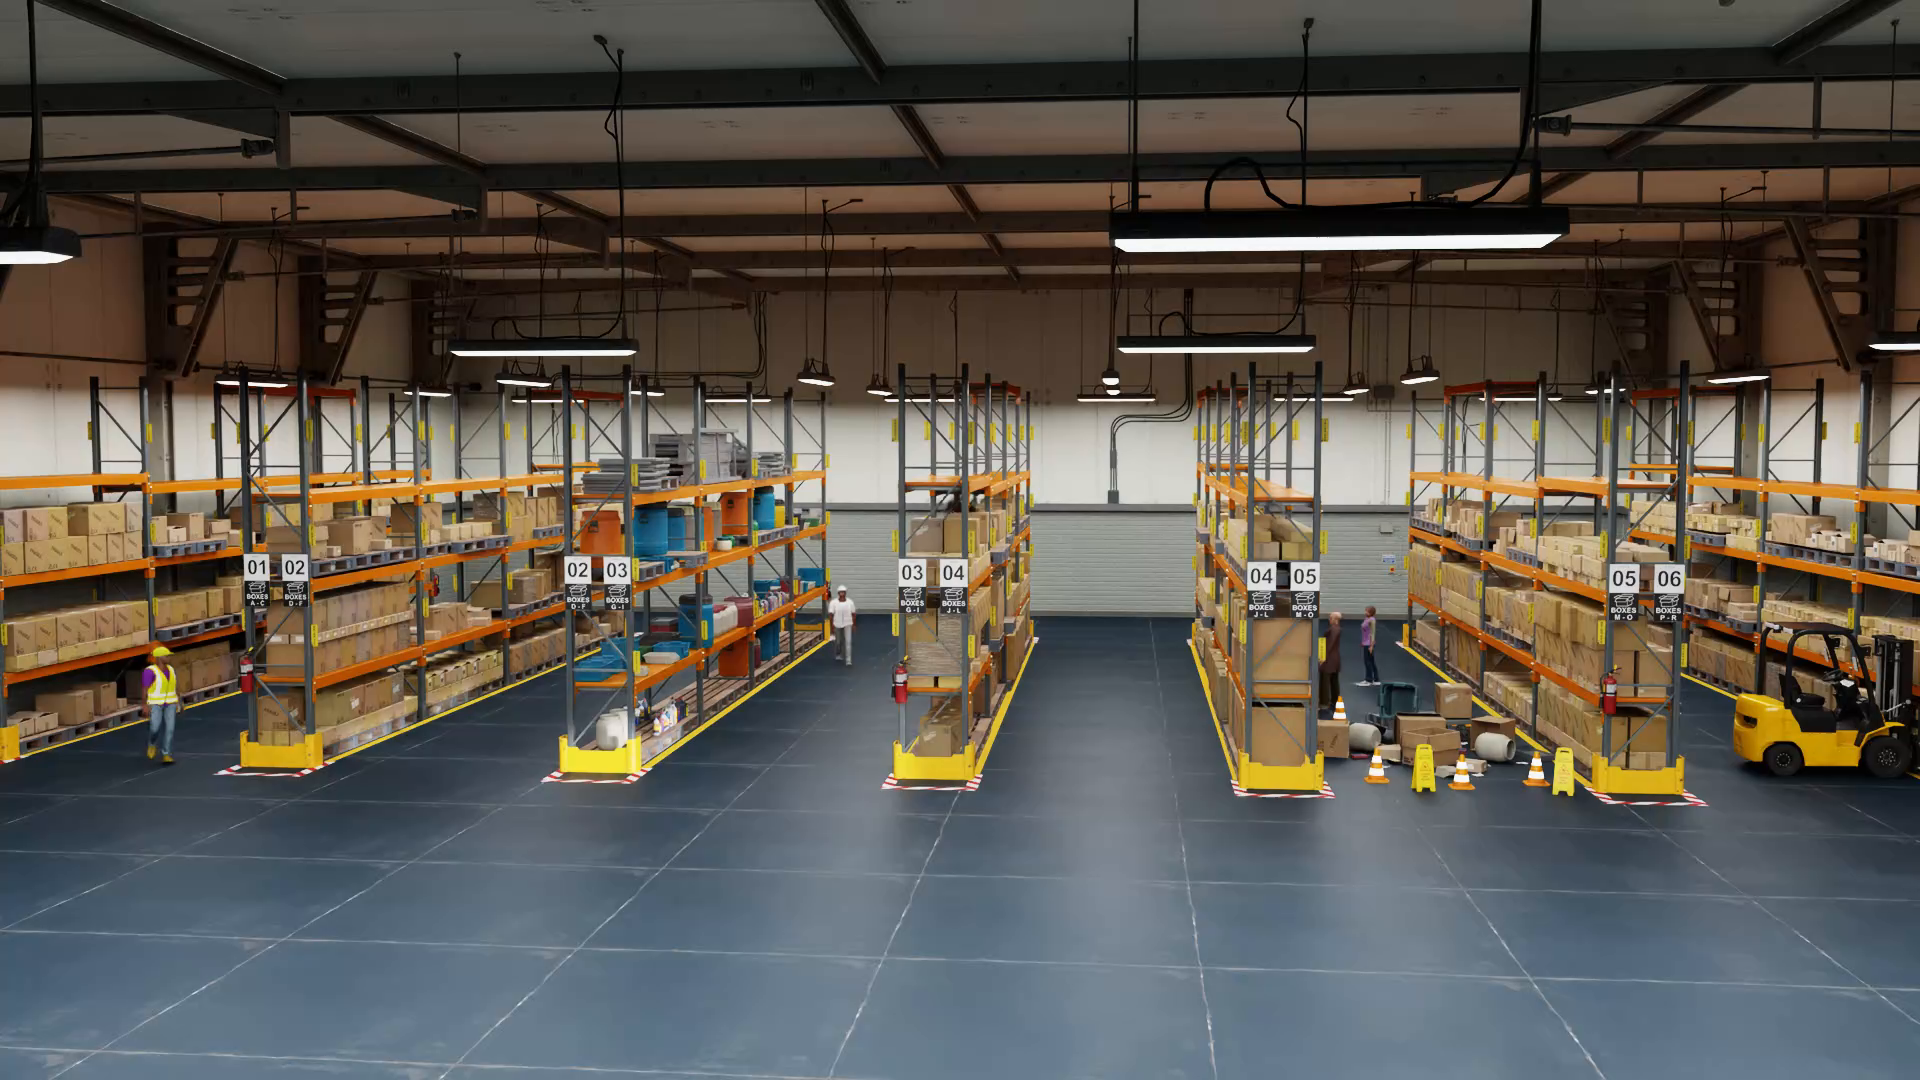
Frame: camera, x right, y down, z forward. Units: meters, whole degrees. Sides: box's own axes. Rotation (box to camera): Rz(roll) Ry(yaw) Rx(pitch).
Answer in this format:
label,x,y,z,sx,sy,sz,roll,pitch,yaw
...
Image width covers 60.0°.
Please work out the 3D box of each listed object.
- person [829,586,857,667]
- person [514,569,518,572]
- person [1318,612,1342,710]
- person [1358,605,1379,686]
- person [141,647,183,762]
label,x,y,z,sx,sy,sz,roll,pitch,yaw
person,-2.525,1.841,35.916,0.614,1.712,1.010,0,4,-3
person,-10.387,1.580,39.219,0.425,1.793,0.621,0,4,2
person,6.678,2.194,30.183,0.504,1.768,0.684,3,5,38
person,8.127,2.092,33.012,0.403,1.597,0.451,1,4,22
person,-12.126,2.492,25.258,0.607,1.752,0.526,-3,5,-40
